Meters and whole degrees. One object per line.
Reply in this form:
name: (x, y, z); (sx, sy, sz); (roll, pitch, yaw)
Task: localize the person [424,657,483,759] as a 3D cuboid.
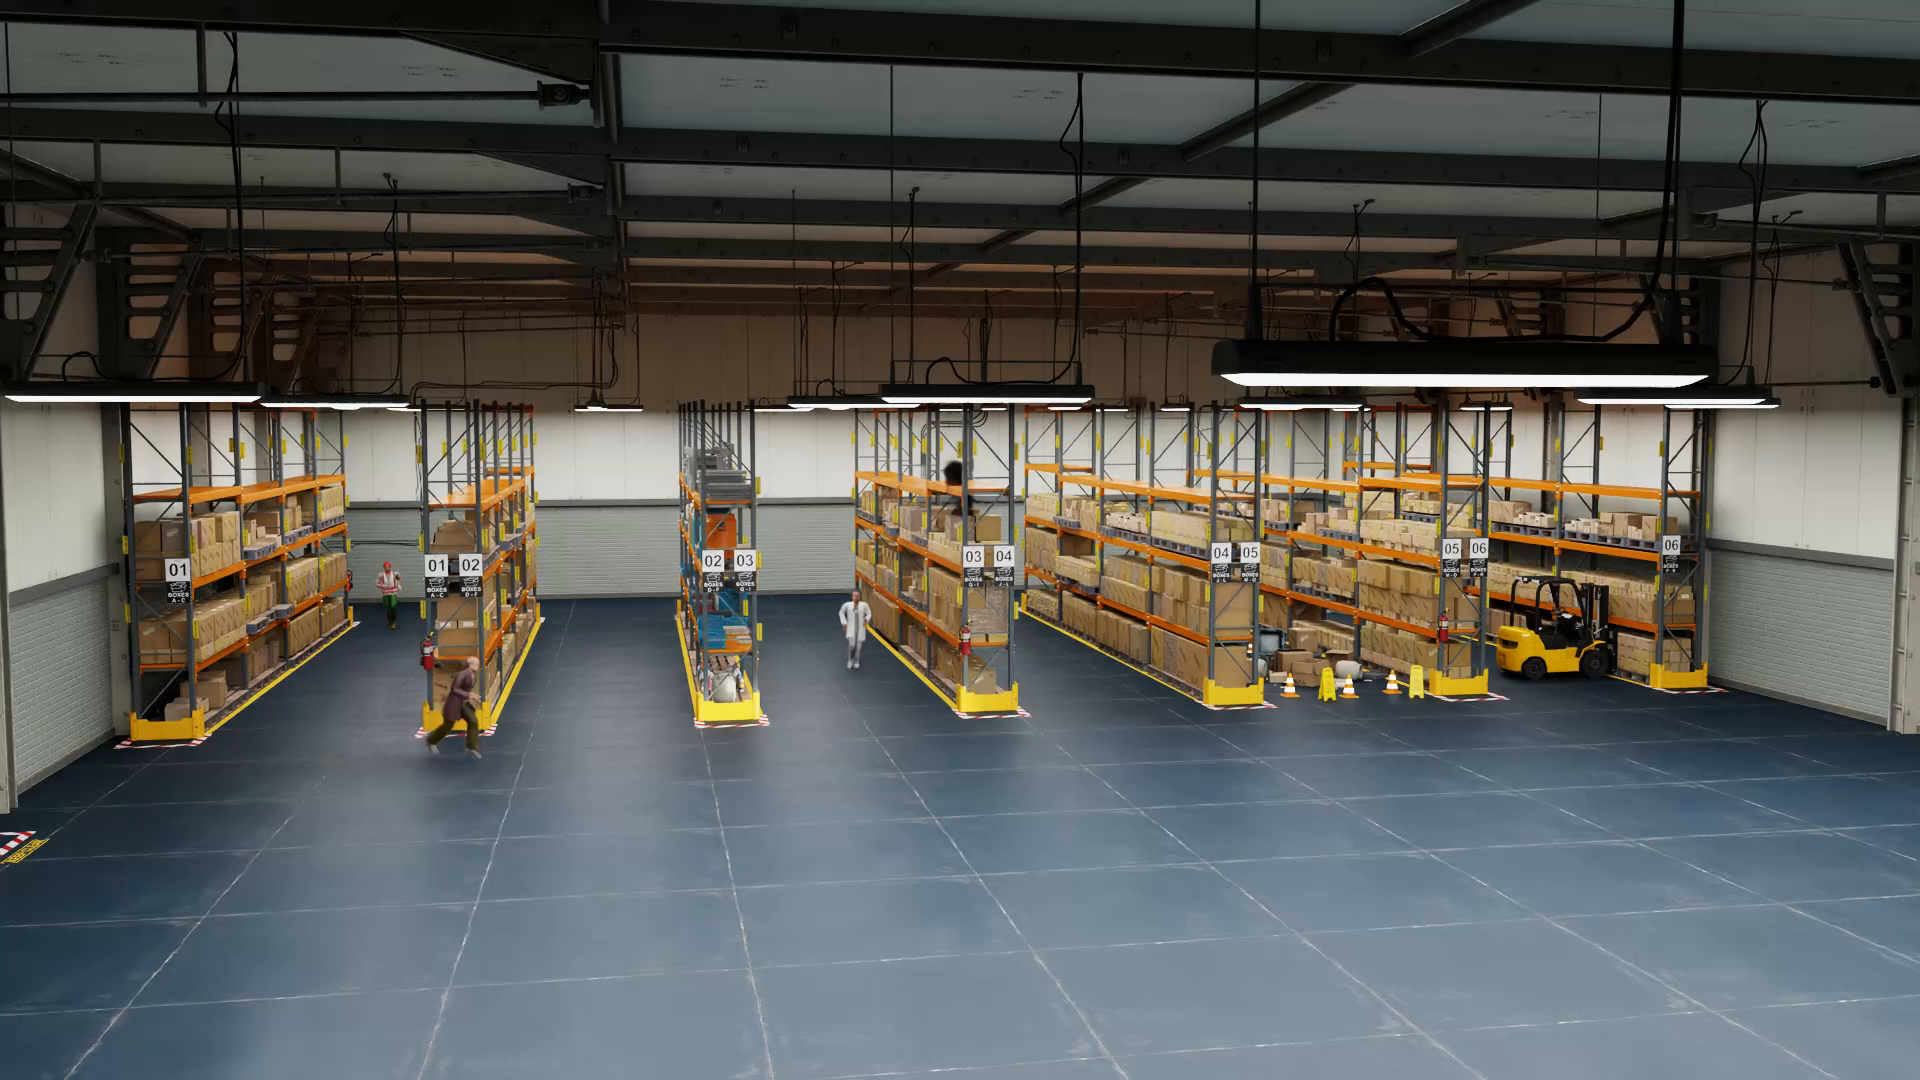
person: (-8.461, 2.805, 27.747); (1.062, 1.748, 0.747); (1, 4, 9)

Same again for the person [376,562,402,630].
person: (-15.238, 1.482, 44.365); (0.635, 1.821, 0.730); (-1, 4, -13)

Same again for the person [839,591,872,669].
person: (-2.328, 2.031, 37.342); (0.714, 1.765, 0.706); (-1, 4, -10)
